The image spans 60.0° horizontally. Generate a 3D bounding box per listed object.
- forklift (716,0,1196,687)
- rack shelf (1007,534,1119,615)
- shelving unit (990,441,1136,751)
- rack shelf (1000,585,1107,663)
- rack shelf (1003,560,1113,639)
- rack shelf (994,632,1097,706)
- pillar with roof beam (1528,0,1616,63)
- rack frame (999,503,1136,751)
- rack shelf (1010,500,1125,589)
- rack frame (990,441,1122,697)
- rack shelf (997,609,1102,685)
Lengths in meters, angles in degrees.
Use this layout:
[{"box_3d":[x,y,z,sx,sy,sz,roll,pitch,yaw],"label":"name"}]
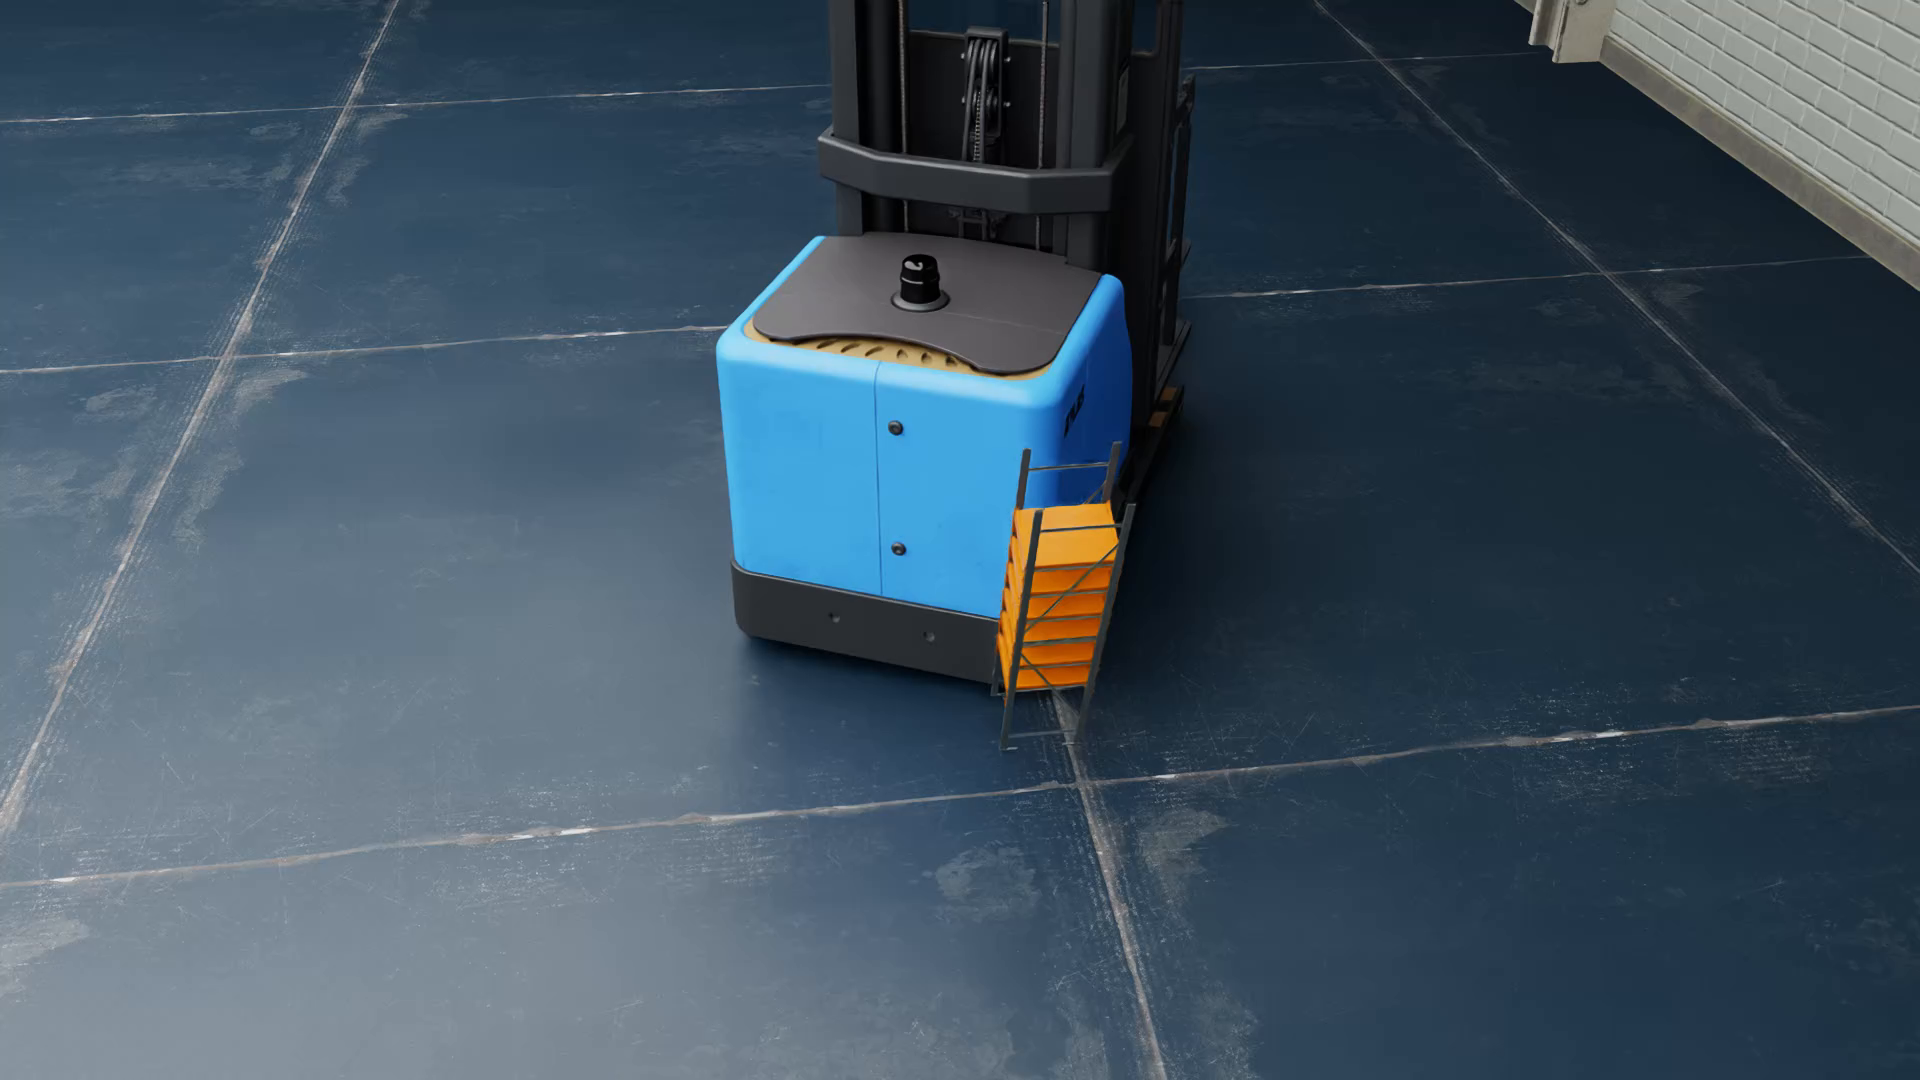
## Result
[{"box_3d":[0.225,-1.591,5.482,1.130,2.935,3.031,10,36,15],"label":"forklift"},{"box_3d":[0.260,0.079,4.255,0.258,0.103,0.180,-4,56,-6],"label":"rack shelf"},{"box_3d":[0.251,0.190,4.415,0.258,1.200,0.189,-4,56,-6],"label":"shelving unit"},{"box_3d":[0.248,0.215,4.452,0.258,0.103,0.180,-4,56,-6],"label":"rack shelf"},{"box_3d":[0.254,0.147,4.353,0.258,0.103,0.180,-4,56,-6],"label":"rack shelf"},{"box_3d":[0.237,0.351,4.649,0.258,0.103,0.180,-4,56,-6],"label":"rack shelf"},{"box_3d":[-0.584,-6.362,7.095,9.100,9.000,0.400,-4,35,-6],"label":"pillar with roof beam"},{"box_3d":[0.262,0.265,4.364,0.240,1.200,0.006,-4,56,-6],"label":"rack frame"},{"box_3d":[0.266,0.011,4.156,0.258,0.103,0.180,-4,56,-6],"label":"rack shelf"},{"box_3d":[0.239,0.114,4.466,0.240,1.200,0.006,-4,56,-6],"label":"rack frame"},{"box_3d":[0.243,0.283,4.551,0.258,0.103,0.180,-4,56,-6],"label":"rack shelf"}]
